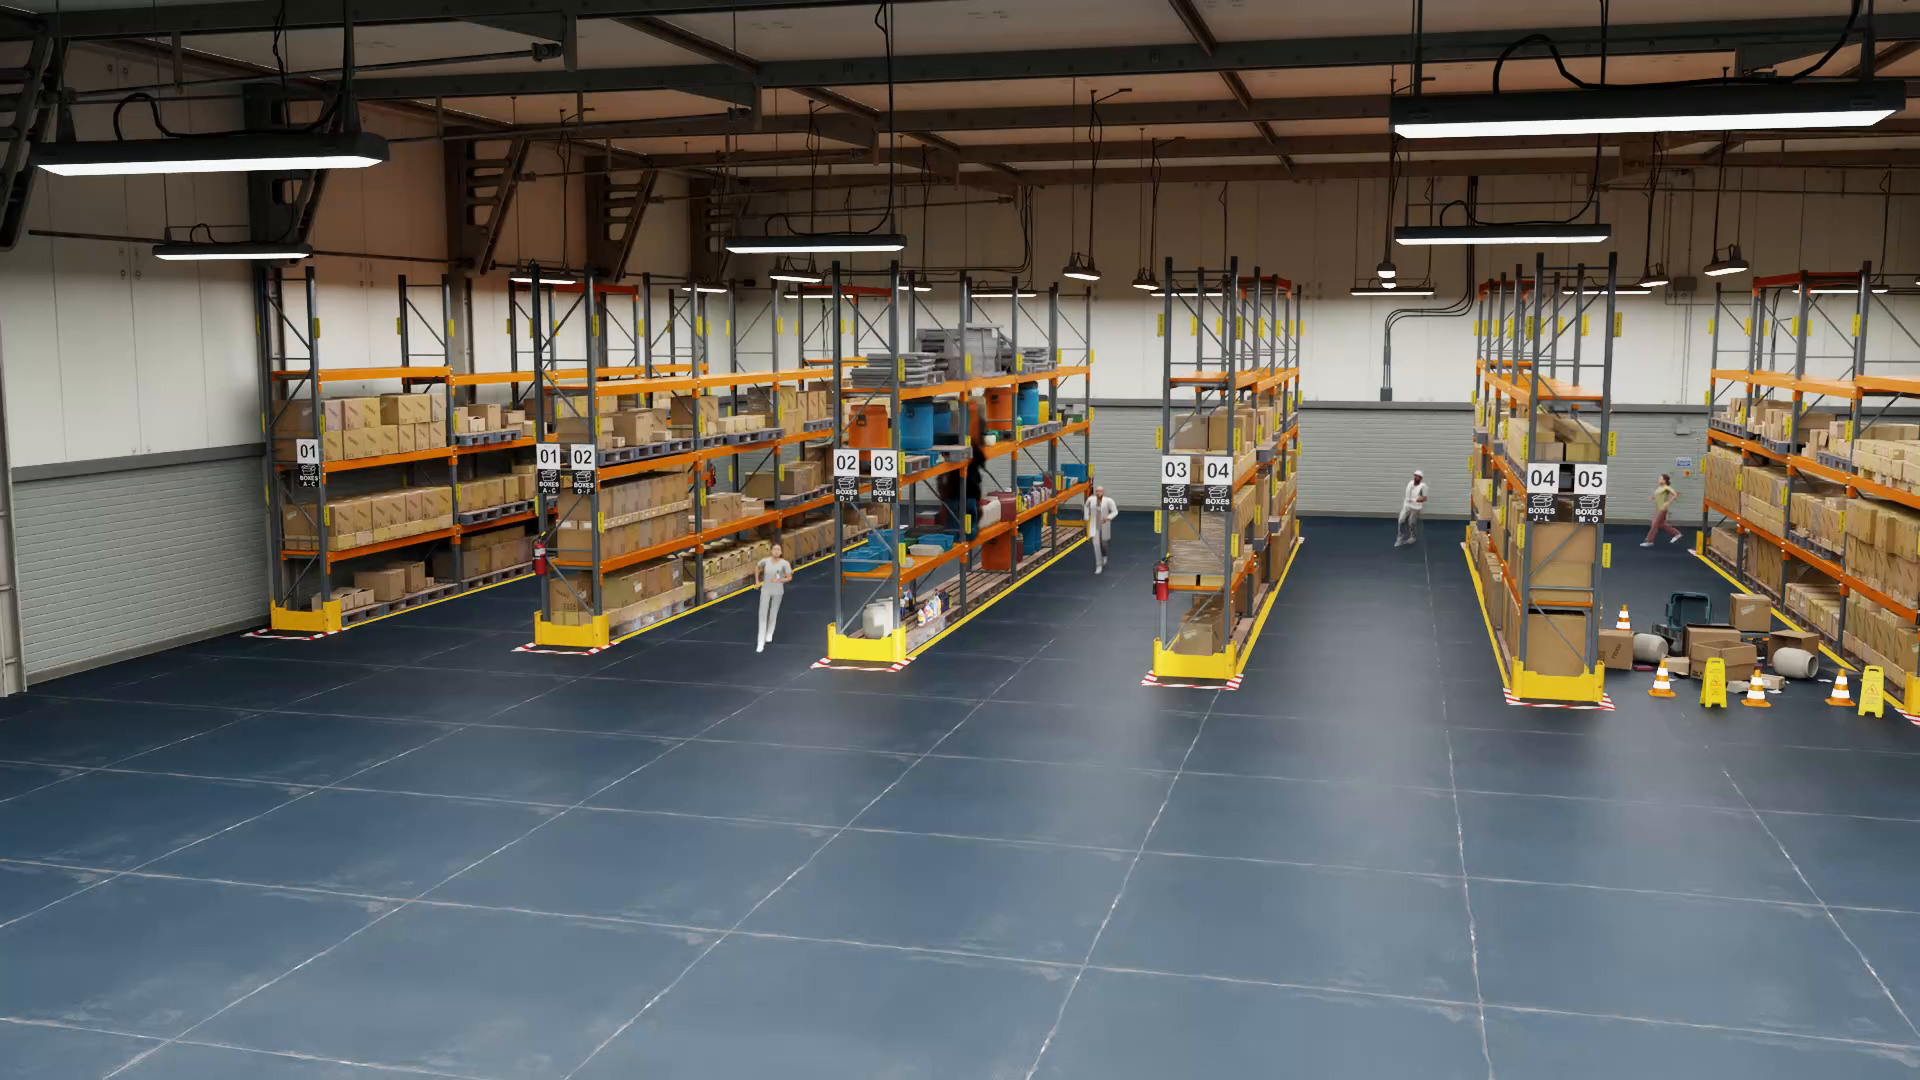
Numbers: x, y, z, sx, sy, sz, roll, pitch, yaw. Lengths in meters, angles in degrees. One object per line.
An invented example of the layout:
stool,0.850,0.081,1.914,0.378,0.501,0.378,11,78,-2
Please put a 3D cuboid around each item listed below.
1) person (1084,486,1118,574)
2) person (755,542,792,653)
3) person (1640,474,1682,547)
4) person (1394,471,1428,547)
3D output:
person,2.911,-0.245,34.490,0.729,1.776,1.083,2,7,13
person,-2.932,0.867,26.186,0.583,1.694,0.867,-1,7,-5
person,16.117,-0.680,38.161,0.955,1.667,0.577,0,7,4
person,10.398,-0.721,38.178,0.702,1.765,0.759,7,10,43
